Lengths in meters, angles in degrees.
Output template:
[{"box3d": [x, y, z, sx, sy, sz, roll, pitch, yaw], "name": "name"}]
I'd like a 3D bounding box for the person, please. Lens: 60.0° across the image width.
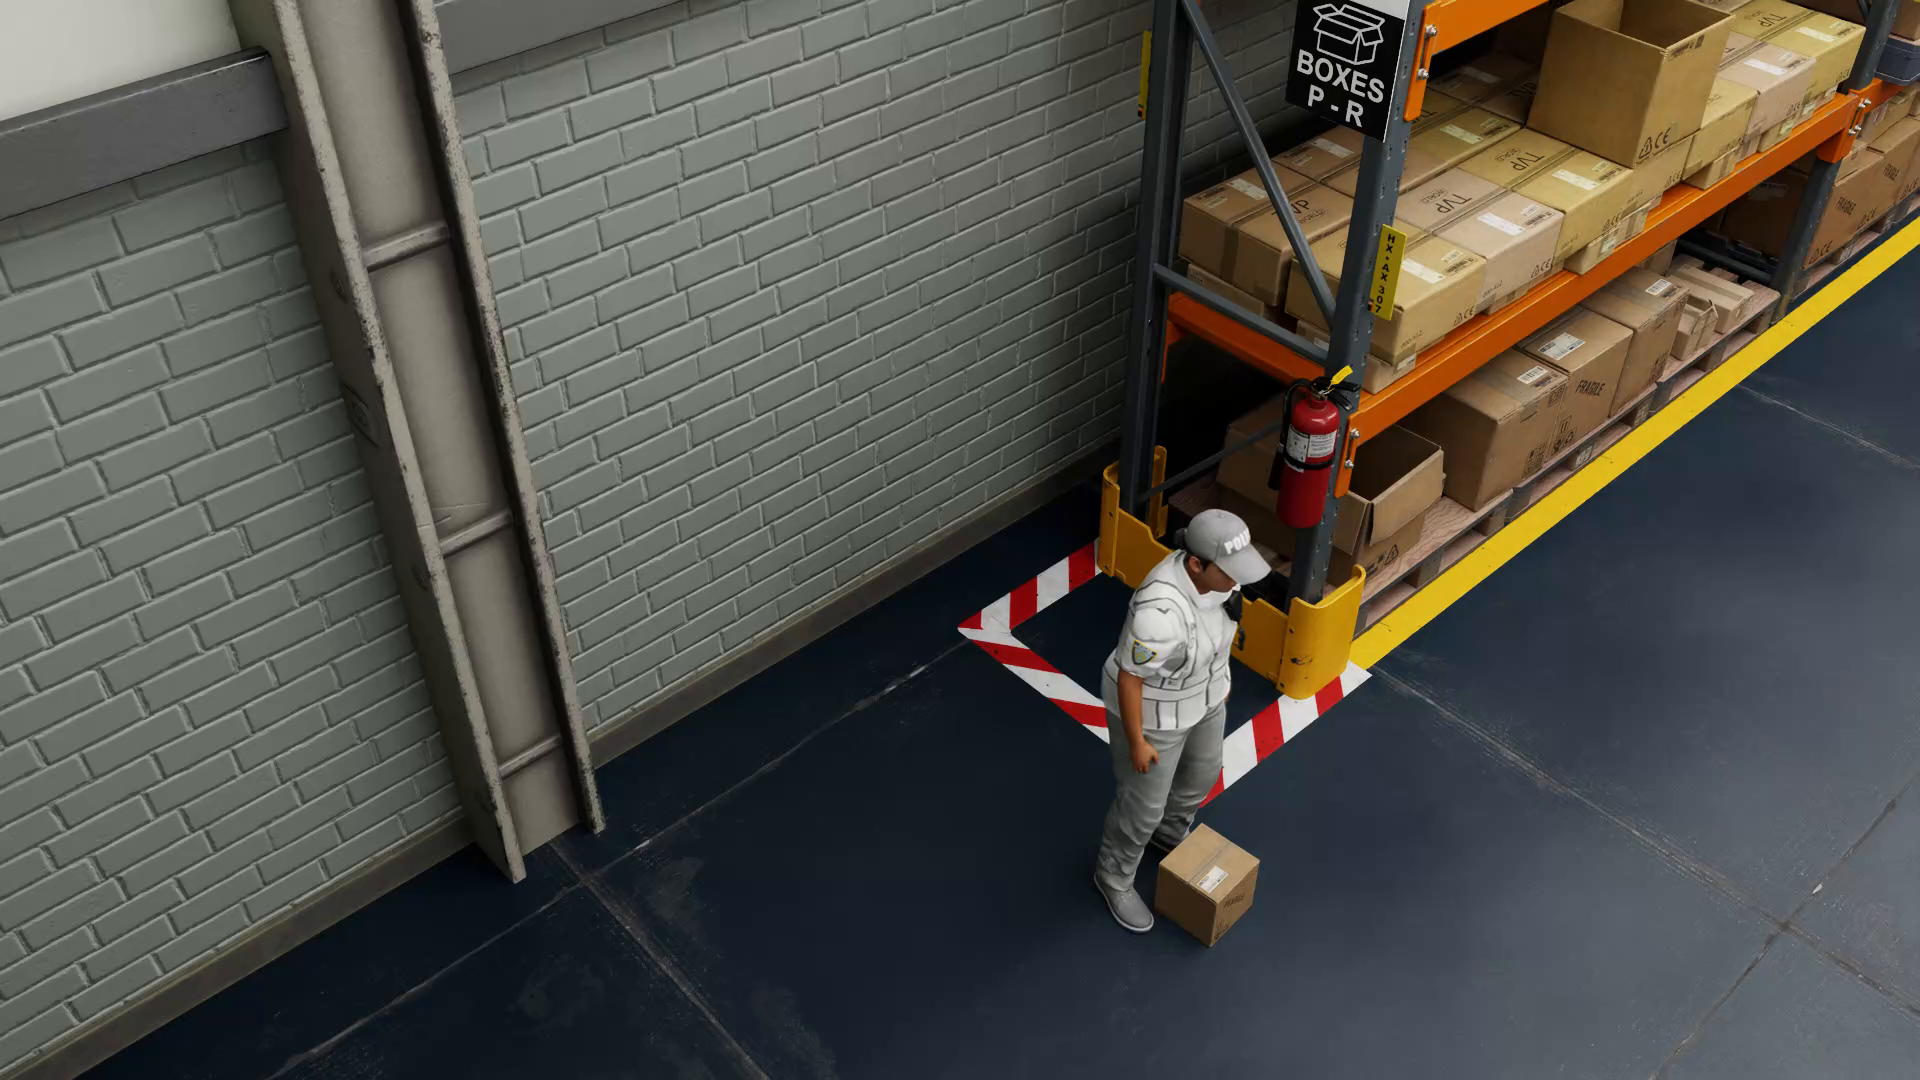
[{"box3d": [0.712, 0.559, 5.486, 0.465, 1.667, 0.564, 32, 50, 32], "name": "person"}]
